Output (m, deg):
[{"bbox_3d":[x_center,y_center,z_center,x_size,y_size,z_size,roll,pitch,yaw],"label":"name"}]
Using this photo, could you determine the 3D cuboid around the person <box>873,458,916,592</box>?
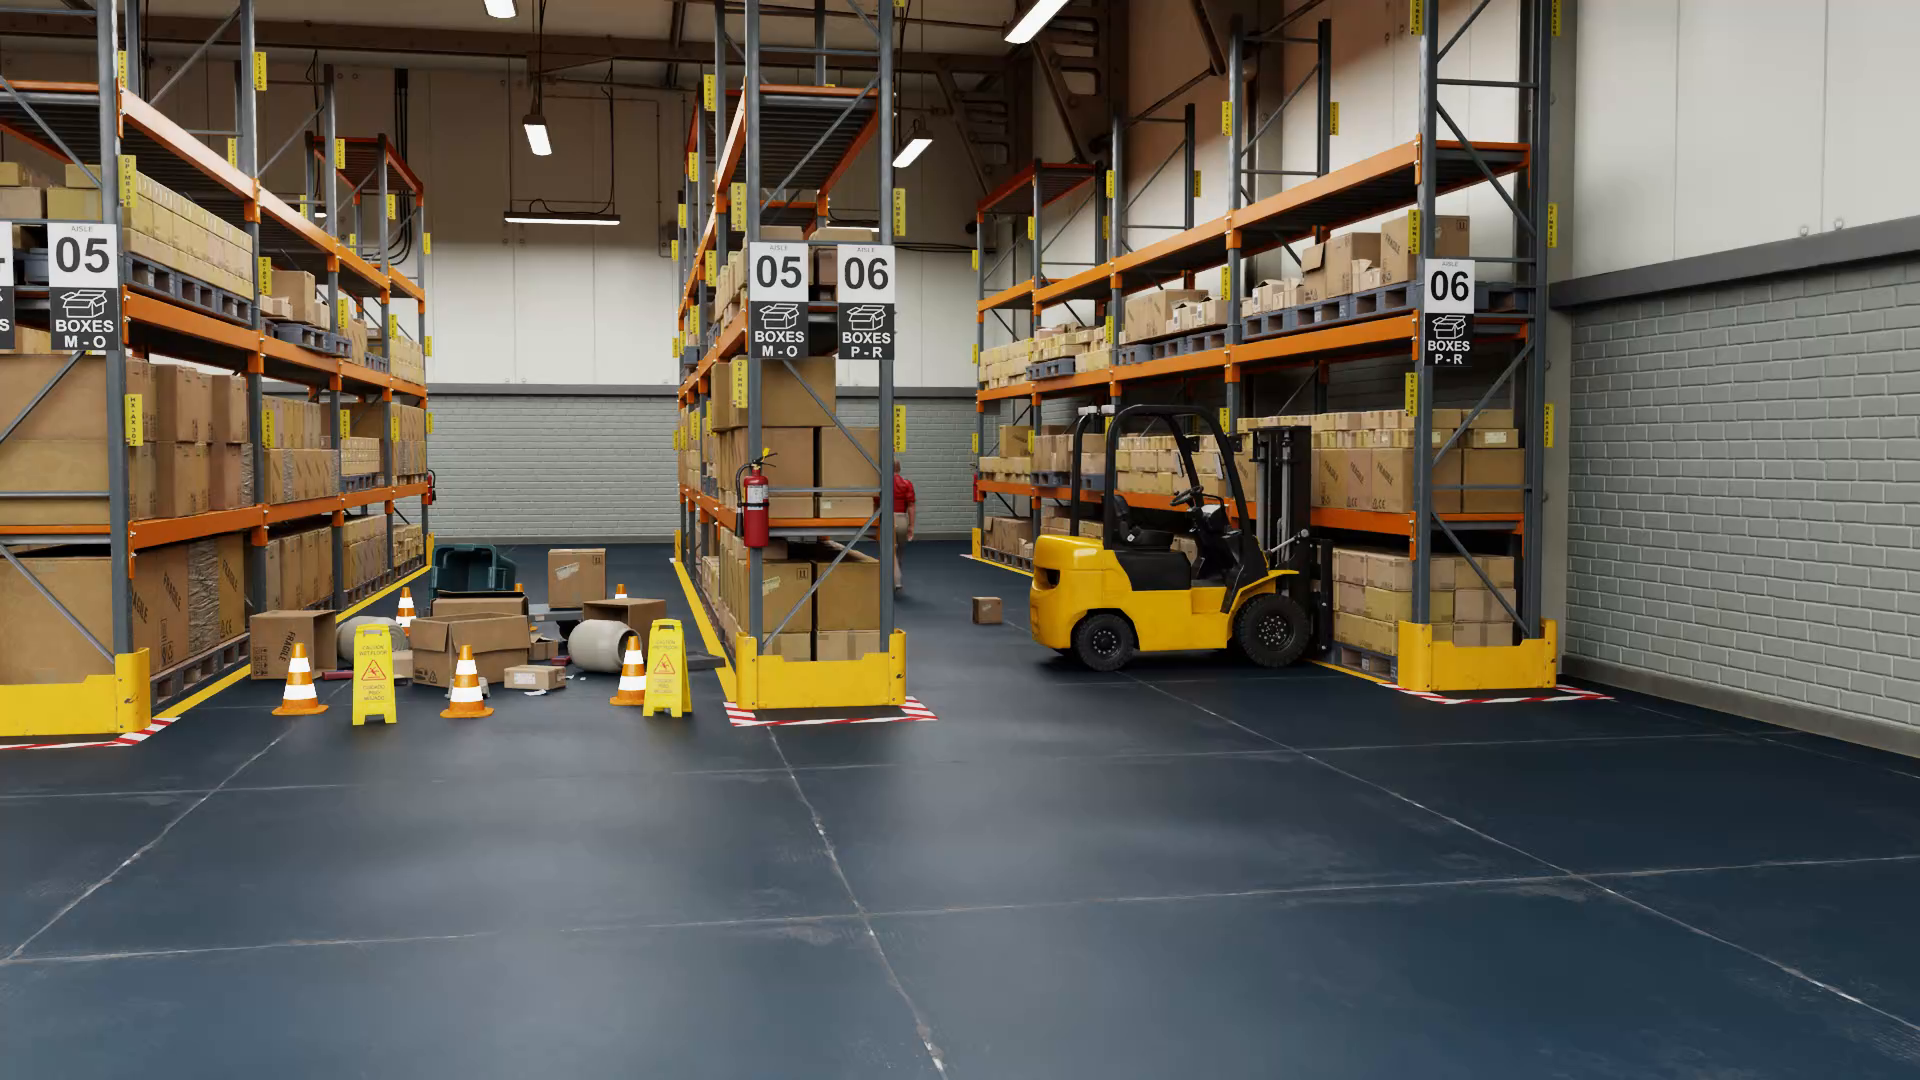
[{"bbox_3d":[-0.853,-0.177,20.644,0.535,1.672,1.068,-1,3,-21],"label":"person"}]
